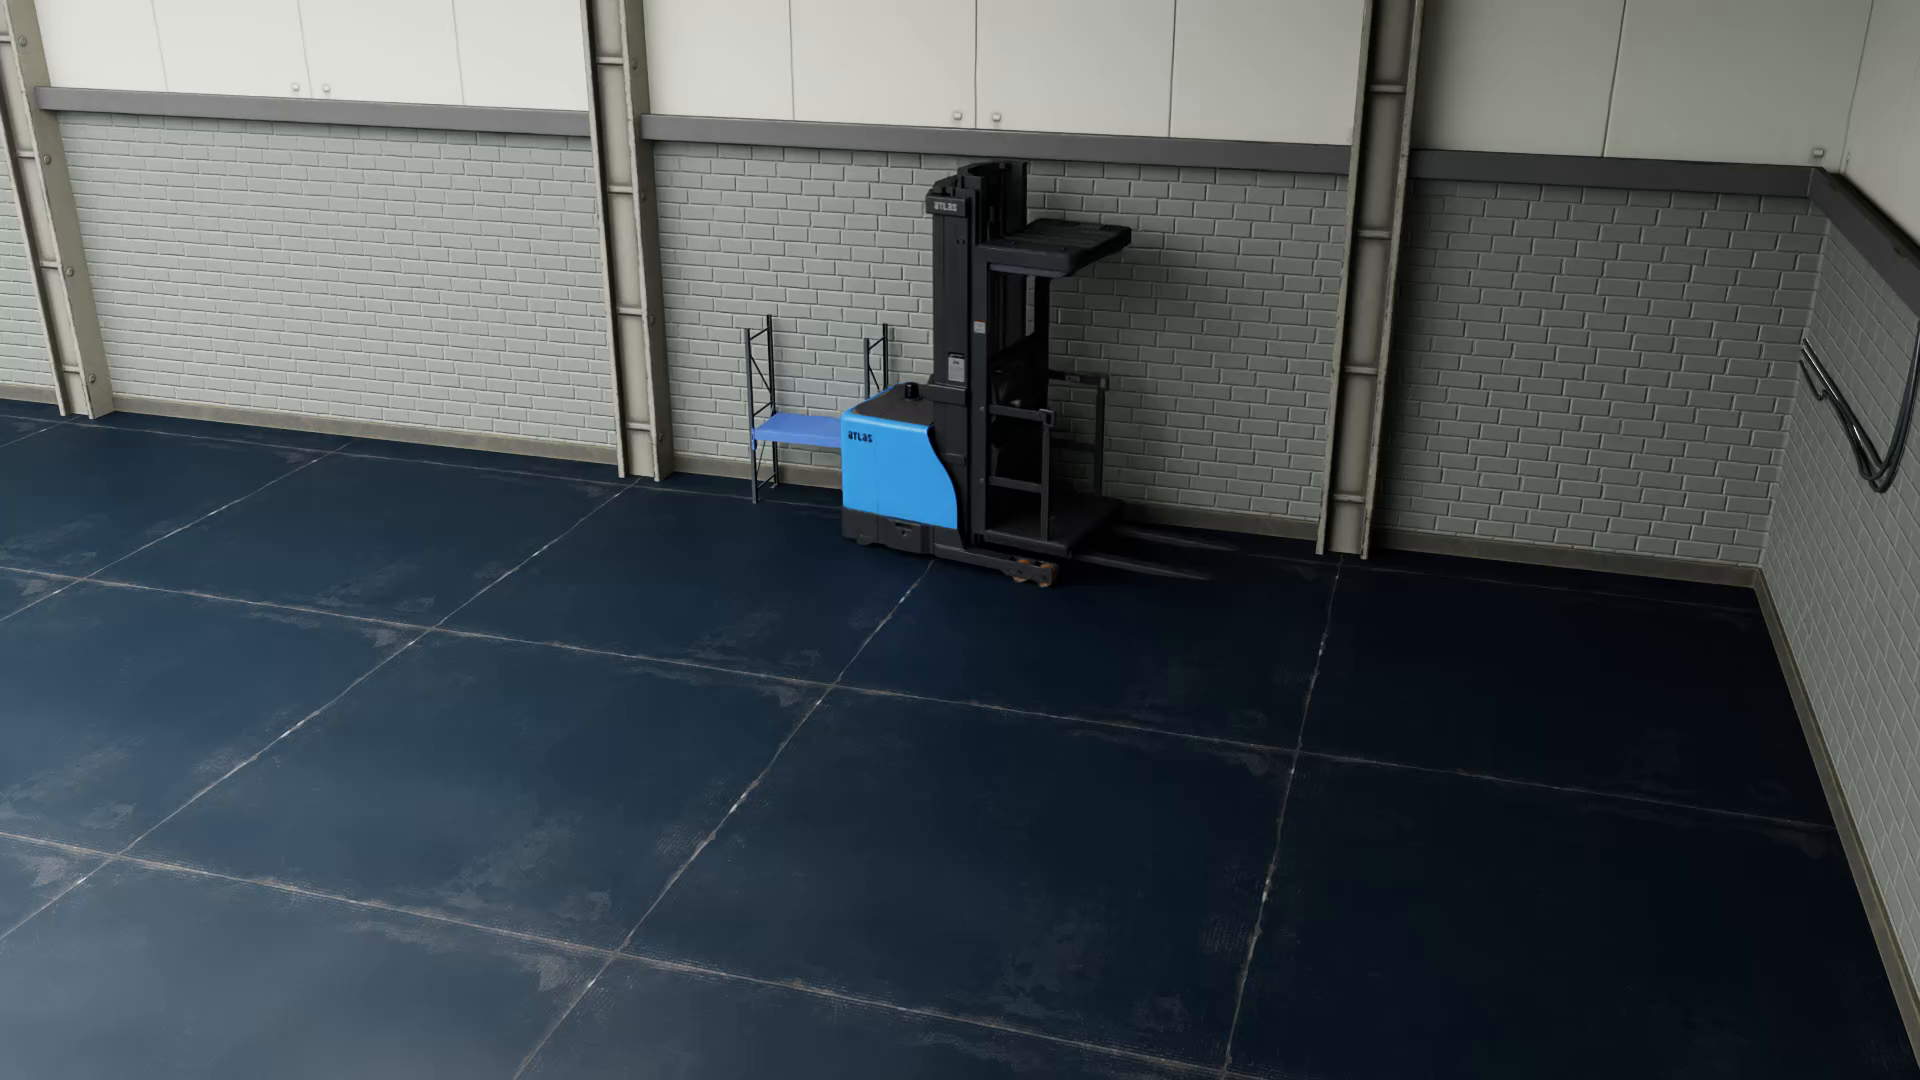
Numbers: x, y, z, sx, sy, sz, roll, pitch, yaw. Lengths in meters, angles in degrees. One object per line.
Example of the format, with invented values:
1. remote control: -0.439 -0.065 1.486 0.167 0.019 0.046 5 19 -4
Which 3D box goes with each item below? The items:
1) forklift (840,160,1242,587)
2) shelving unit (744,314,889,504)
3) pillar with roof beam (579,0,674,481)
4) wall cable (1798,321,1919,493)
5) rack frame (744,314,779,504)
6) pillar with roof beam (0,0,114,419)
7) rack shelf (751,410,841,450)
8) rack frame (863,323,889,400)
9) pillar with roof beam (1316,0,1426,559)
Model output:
1. forklift: 0.616 -1.240 12.336 3.031 2.935 1.130 11 25 25
2. shelving unit: -1.161 -1.033 13.718 1.048 1.500 0.538 7 23 15
3. pillar with roof beam: -3.990 -3.184 9.081 0.400 9.000 9.100 7 23 16
4. wall cable: 5.436 -1.851 9.921 0.112 2.526 3.097 7 23 16
5. rack frame: -1.648 -1.089 13.854 0.032 1.500 0.500 7 23 15
6. pillar with roof beam: -9.734 -3.842 10.684 0.400 9.000 9.100 7 23 16
7. rack shelf: -1.161 -0.867 13.786 1.000 0.185 0.538 7 23 15
8. rack frame: -0.674 -0.978 13.583 0.032 1.500 0.500 7 23 15
9. pillar with roof beam: 1.754 -2.527 7.477 0.400 9.000 9.100 7 23 16
